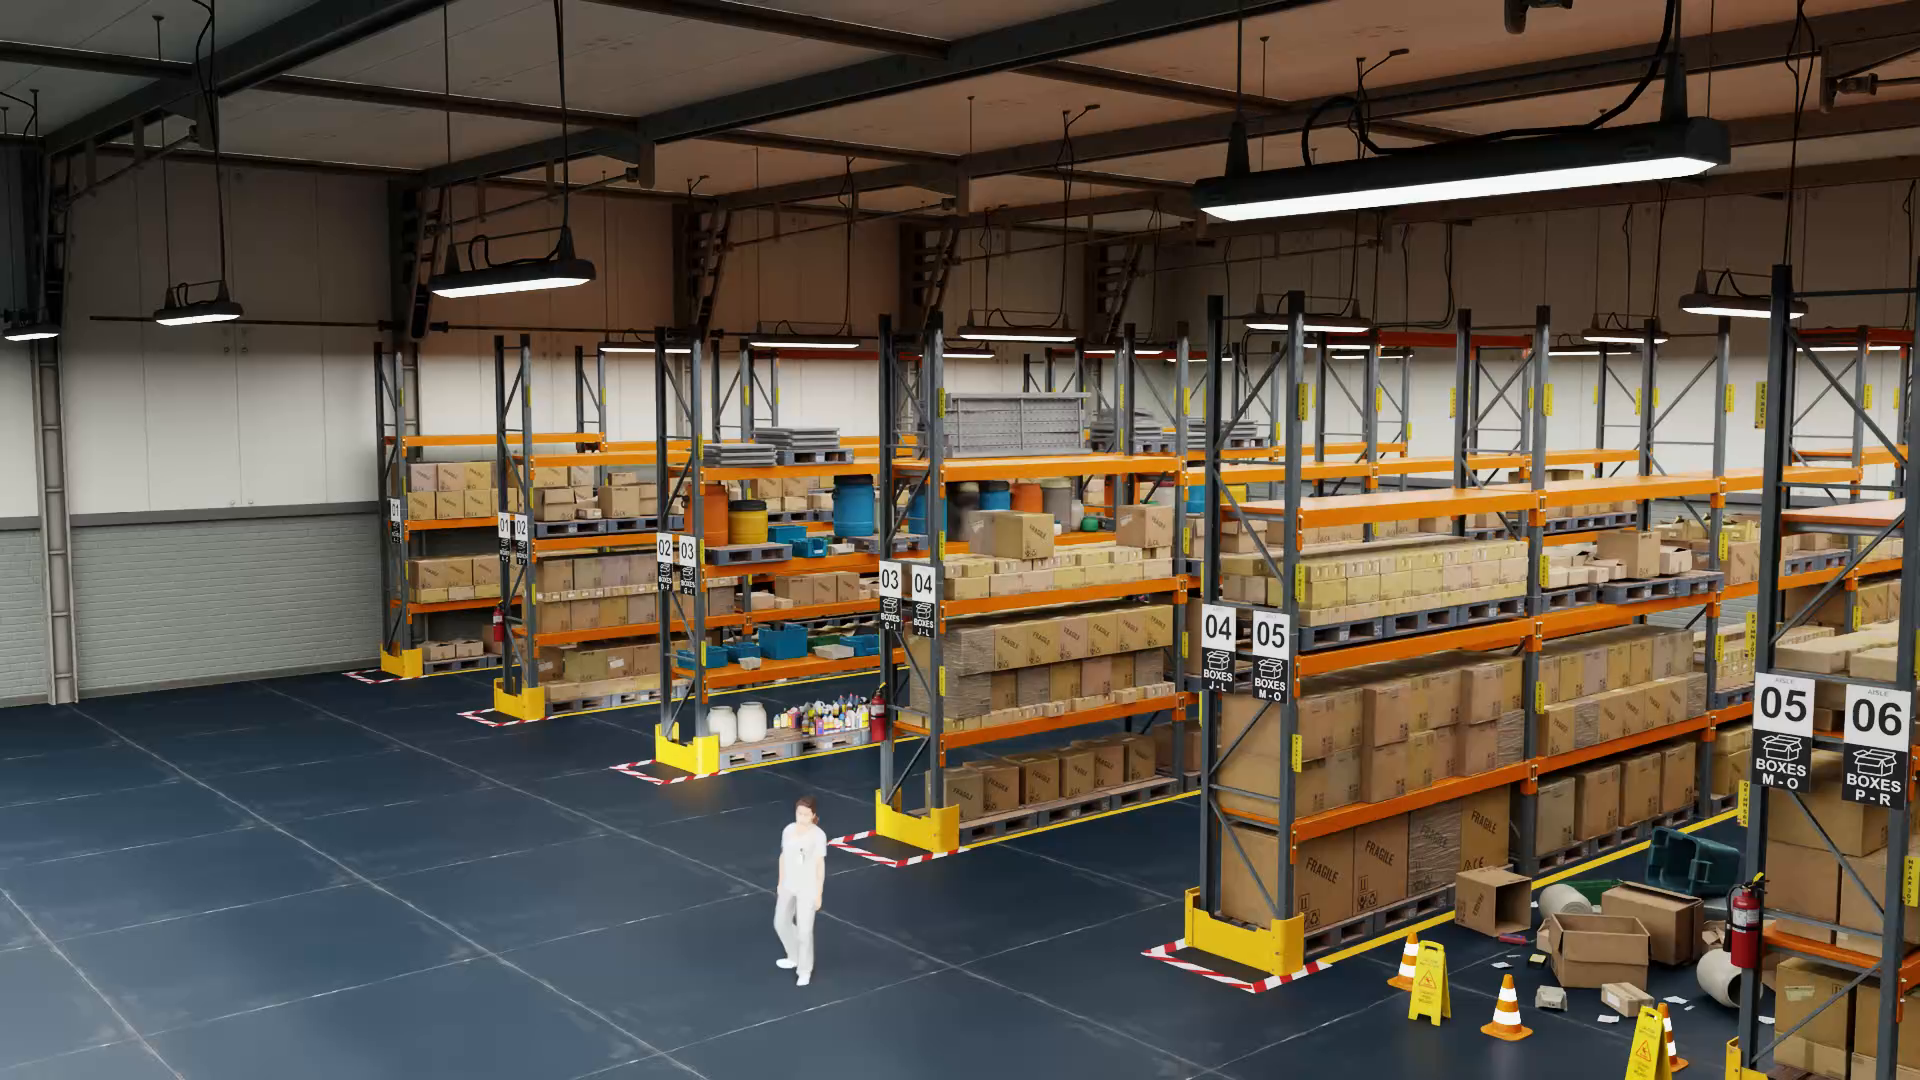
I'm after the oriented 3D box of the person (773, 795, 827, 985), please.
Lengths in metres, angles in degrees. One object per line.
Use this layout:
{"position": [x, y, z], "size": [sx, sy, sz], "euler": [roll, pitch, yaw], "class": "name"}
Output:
{"position": [-1.399, 3.021, 14.508], "size": [0.580, 1.655, 0.455], "euler": [3, 6, 26], "class": "person"}
